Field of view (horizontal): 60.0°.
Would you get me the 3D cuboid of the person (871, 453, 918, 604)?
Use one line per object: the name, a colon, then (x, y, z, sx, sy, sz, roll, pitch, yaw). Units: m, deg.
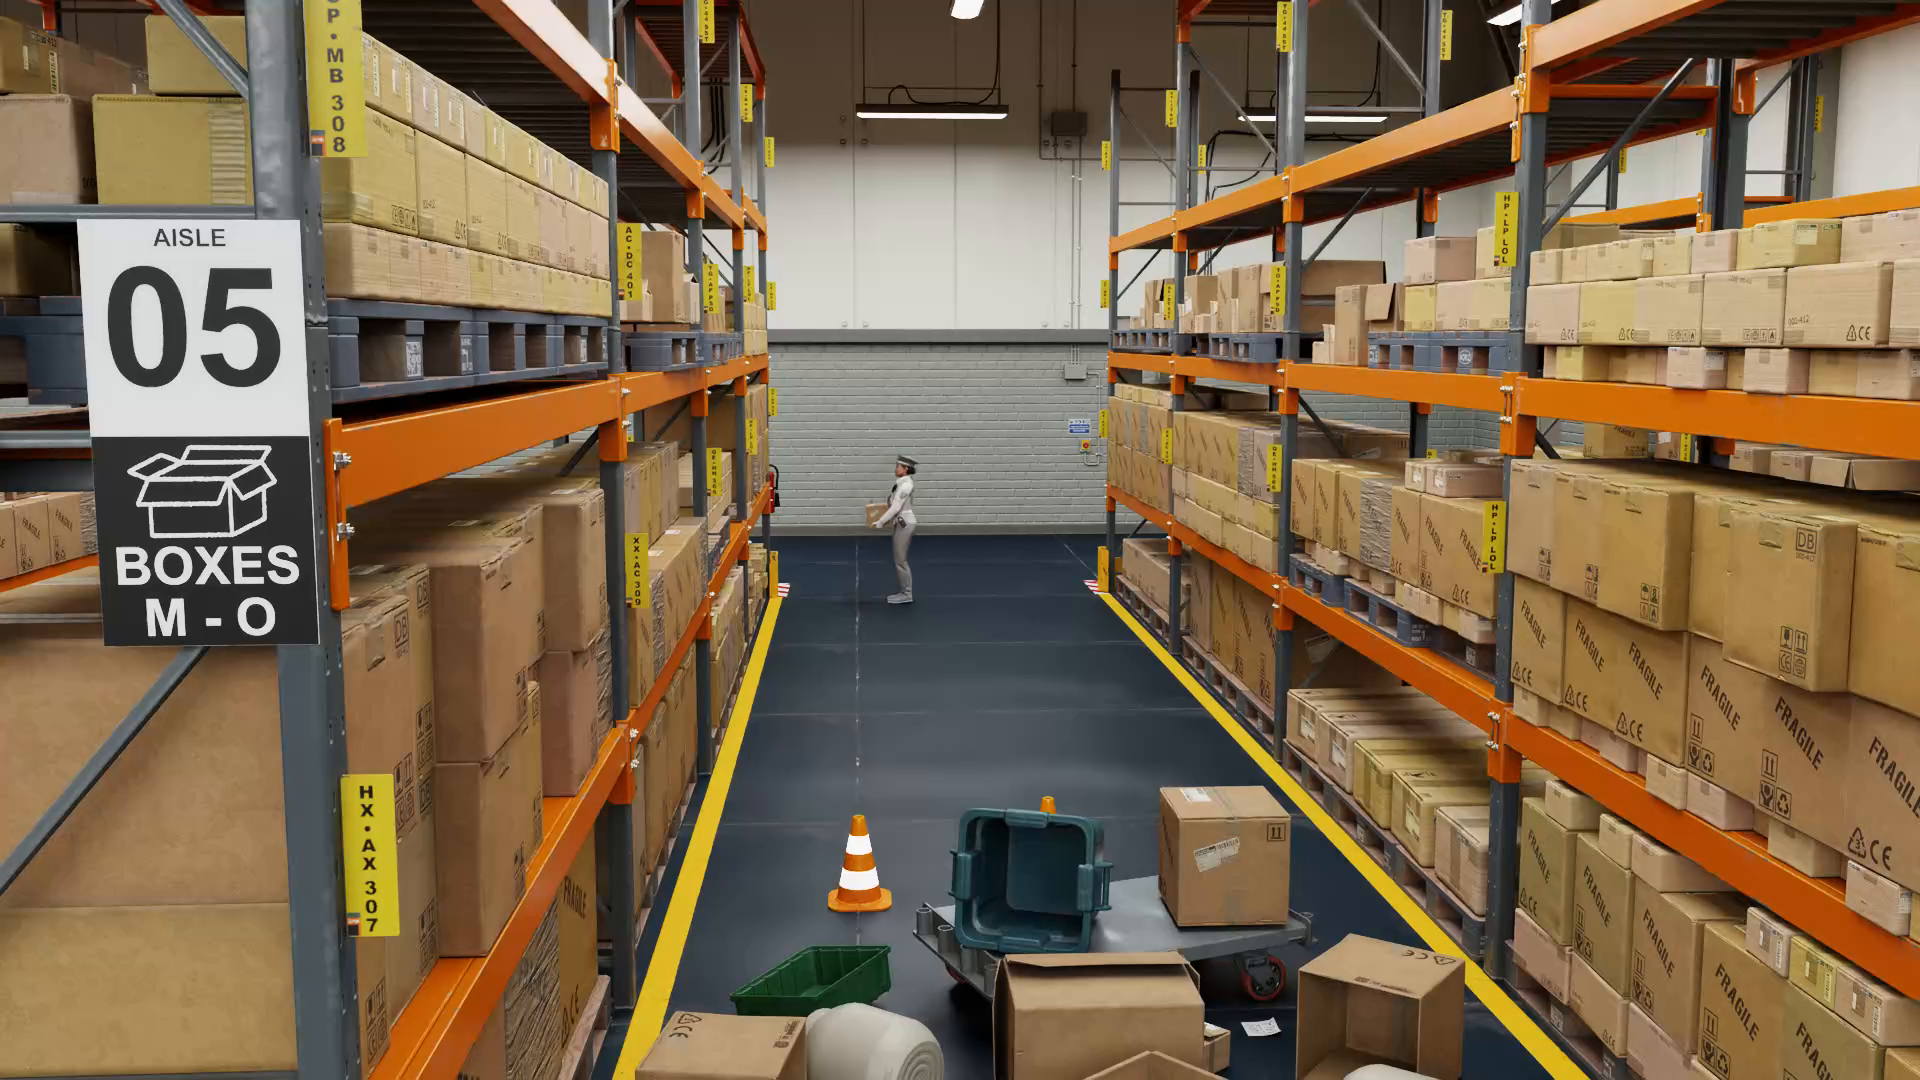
person: (-0.738, -0.134, 18.760, 0.530, 1.691, 0.446, 0, 7, -4)
